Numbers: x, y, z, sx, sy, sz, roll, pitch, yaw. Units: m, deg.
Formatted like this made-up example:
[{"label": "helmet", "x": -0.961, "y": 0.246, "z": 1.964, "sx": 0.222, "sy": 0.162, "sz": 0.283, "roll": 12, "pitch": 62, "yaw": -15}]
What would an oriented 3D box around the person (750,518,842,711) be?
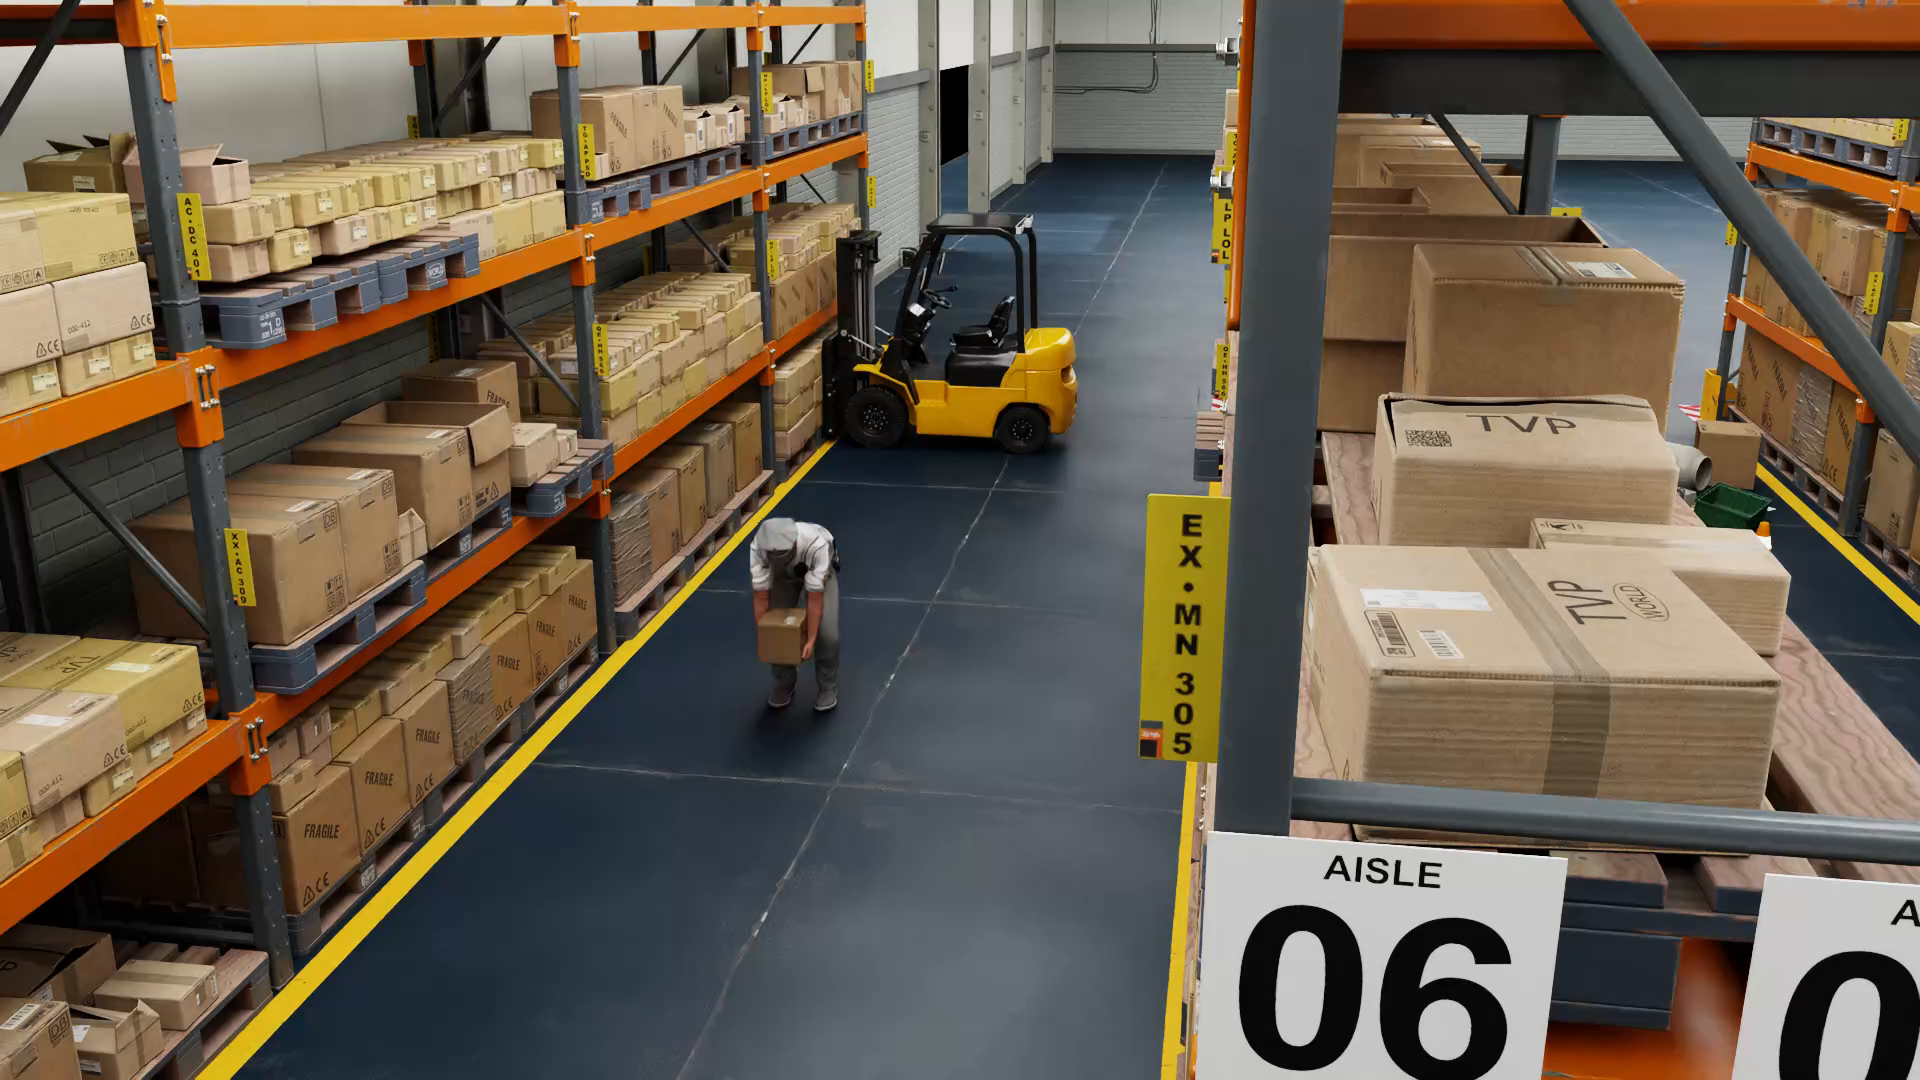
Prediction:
[{"label": "person", "x": -0.993, "y": 0.423, "z": 9.908, "sx": 0.492, "sy": 1.337, "sz": 0.987, "roll": 2, "pitch": 18, "yaw": 7}]
